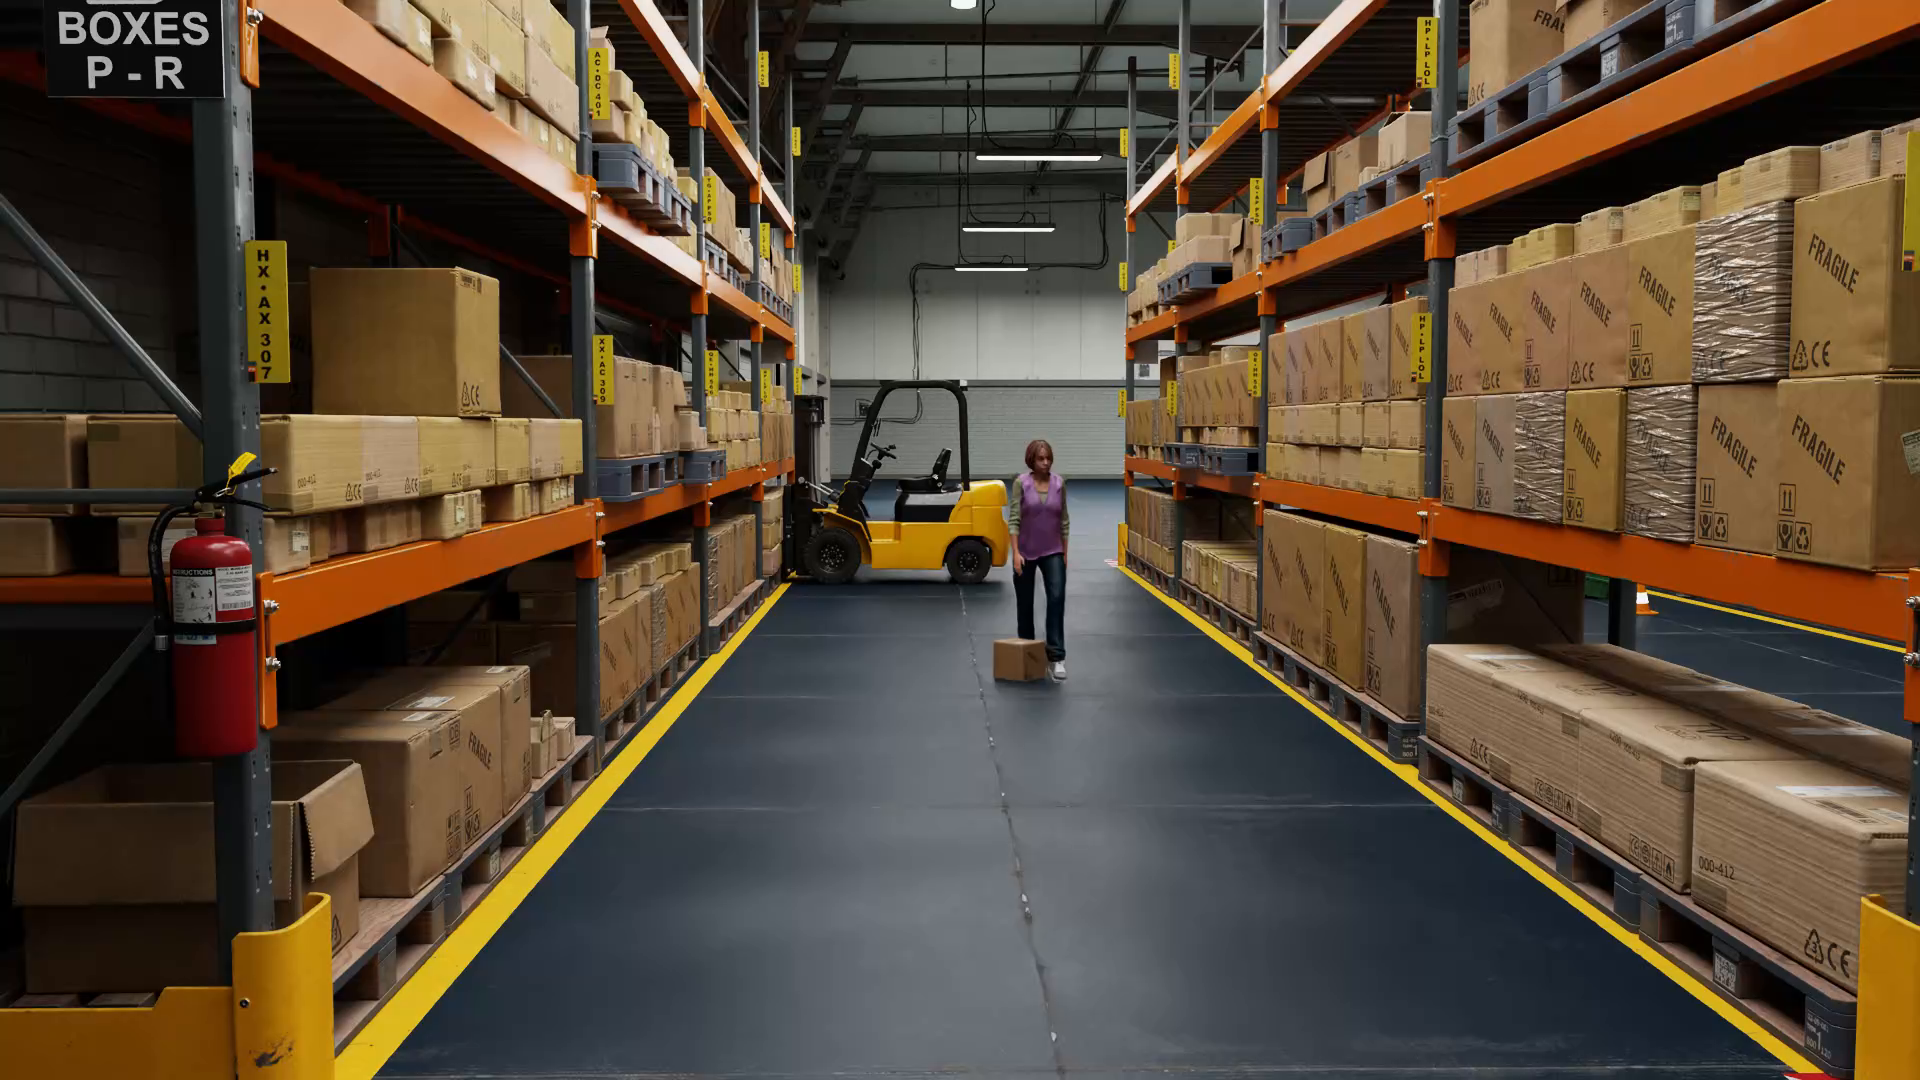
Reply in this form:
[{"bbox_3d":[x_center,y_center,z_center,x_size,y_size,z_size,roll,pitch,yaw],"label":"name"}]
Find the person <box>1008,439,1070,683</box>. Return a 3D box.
[{"bbox_3d":[0.531,0.135,11.123,0.436,1.536,0.880,0,4,-5],"label":"person"}]
